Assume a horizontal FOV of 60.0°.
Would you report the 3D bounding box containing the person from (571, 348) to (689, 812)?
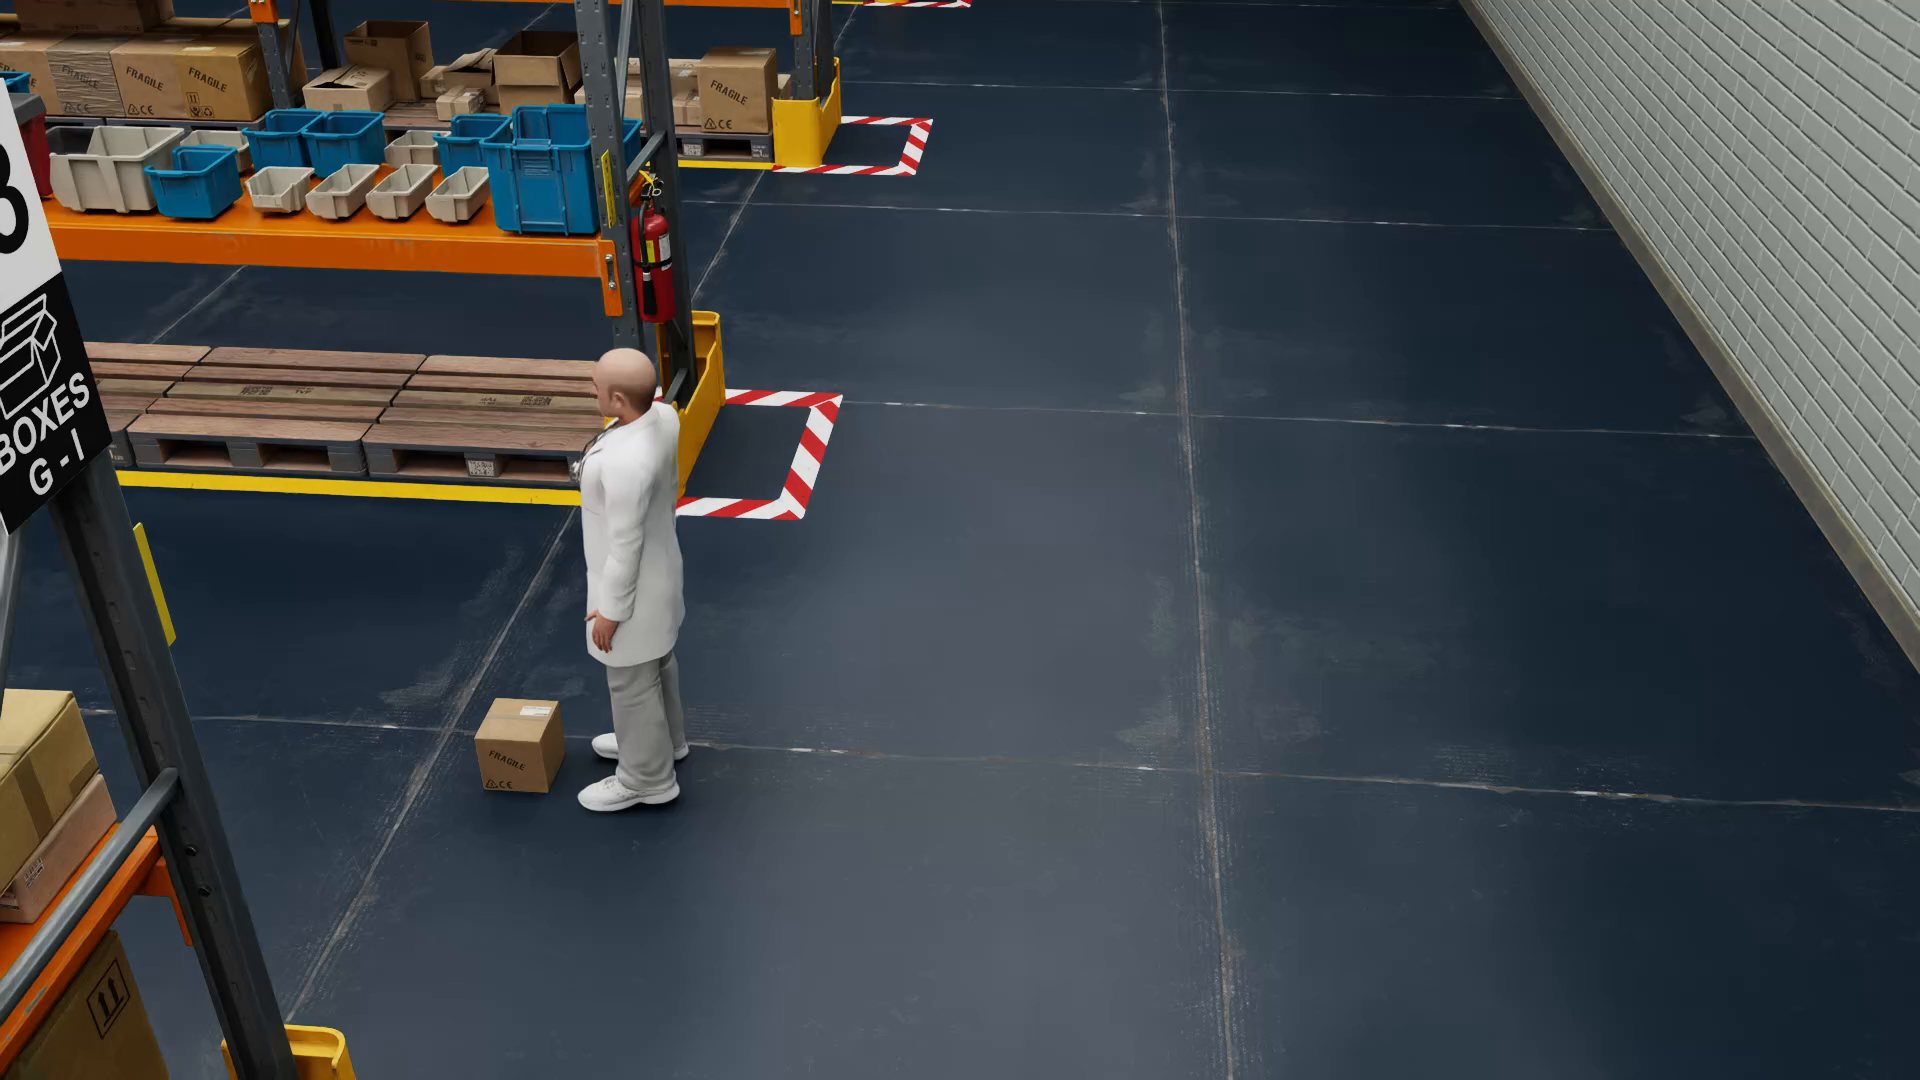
[{"bbox_3d":[-1.205,0.137,5.900,0.463,1.791,0.619,2,32,4],"label":"person"}]
